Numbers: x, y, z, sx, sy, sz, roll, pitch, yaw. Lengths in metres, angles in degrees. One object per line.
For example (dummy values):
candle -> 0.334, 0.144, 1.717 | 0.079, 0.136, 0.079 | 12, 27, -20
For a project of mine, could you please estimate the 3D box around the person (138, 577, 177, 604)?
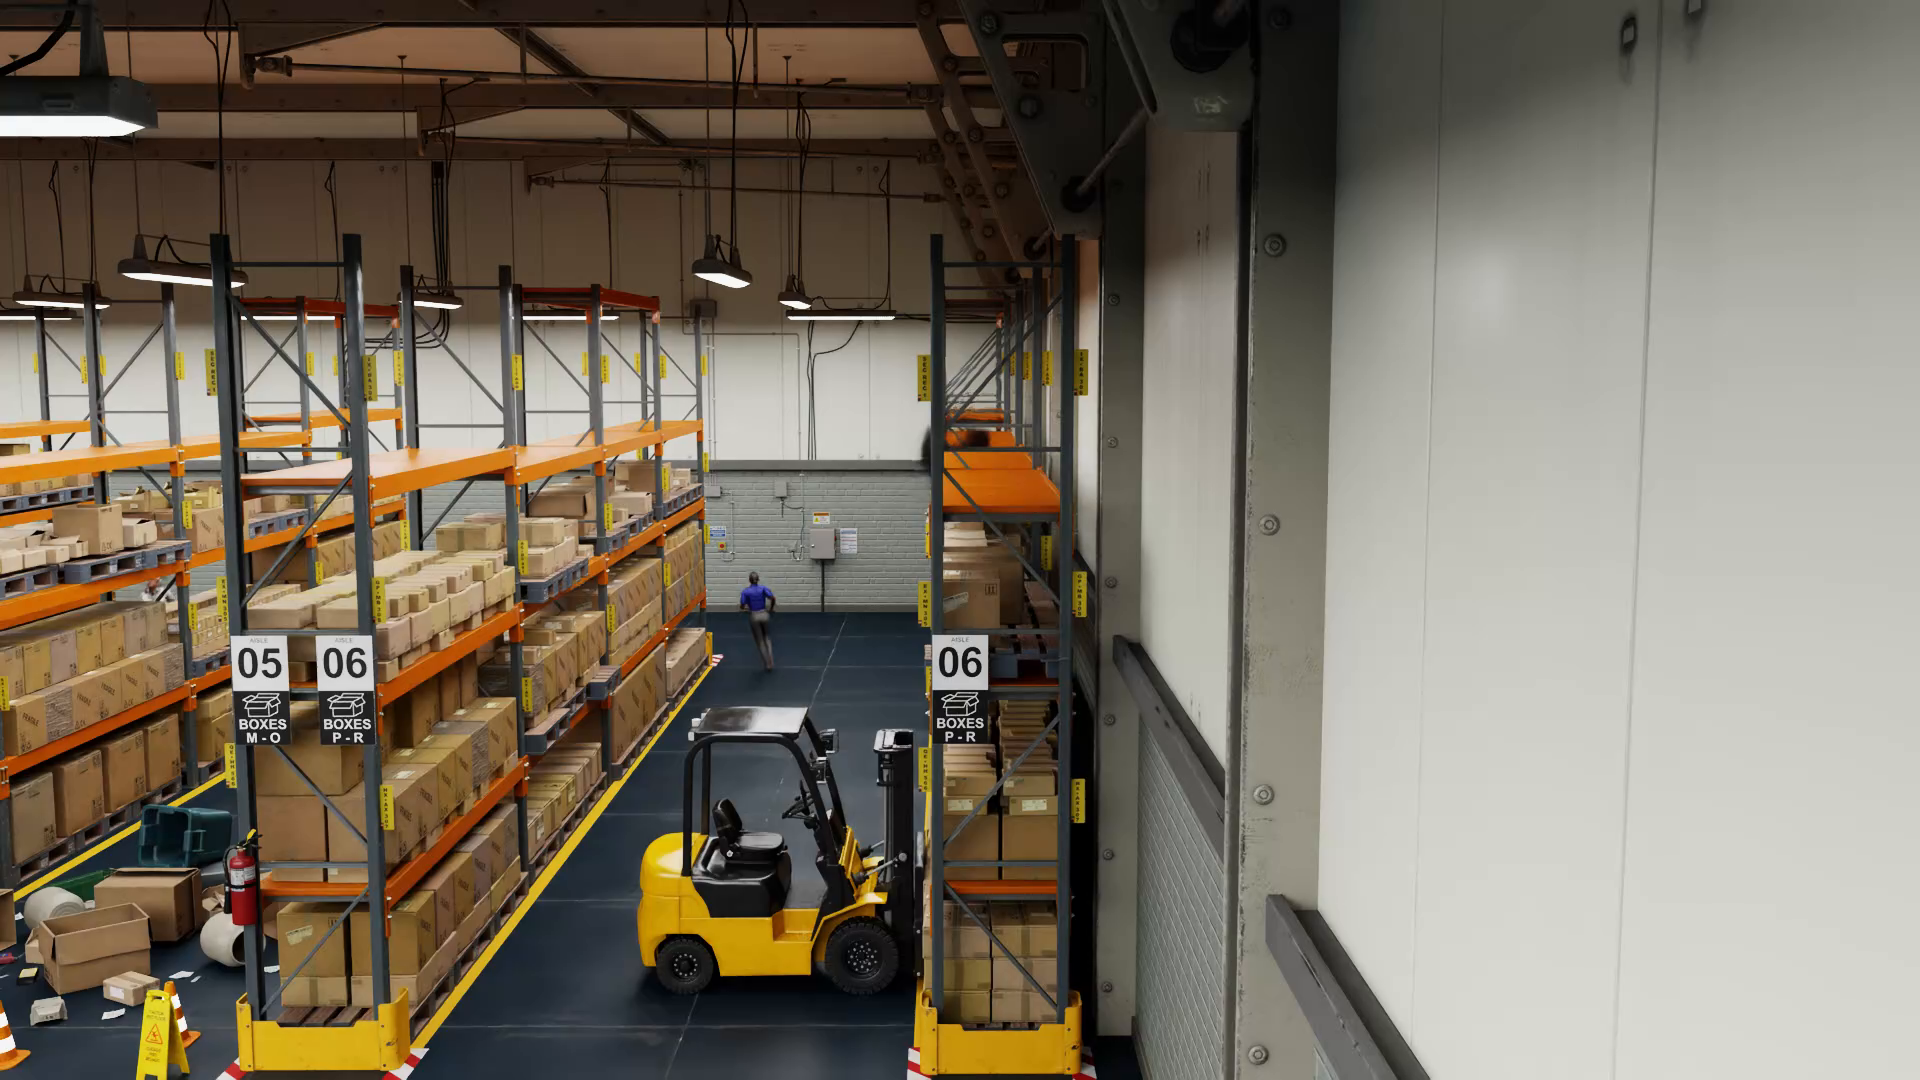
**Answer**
person -> -12.955, 1.356, 26.856 | 0.706, 1.711, 0.618 | -1, 6, -6

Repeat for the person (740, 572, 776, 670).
person -> -3.338, 1.342, 27.417 | 0.554, 1.645, 0.601 | -2, 7, -17
